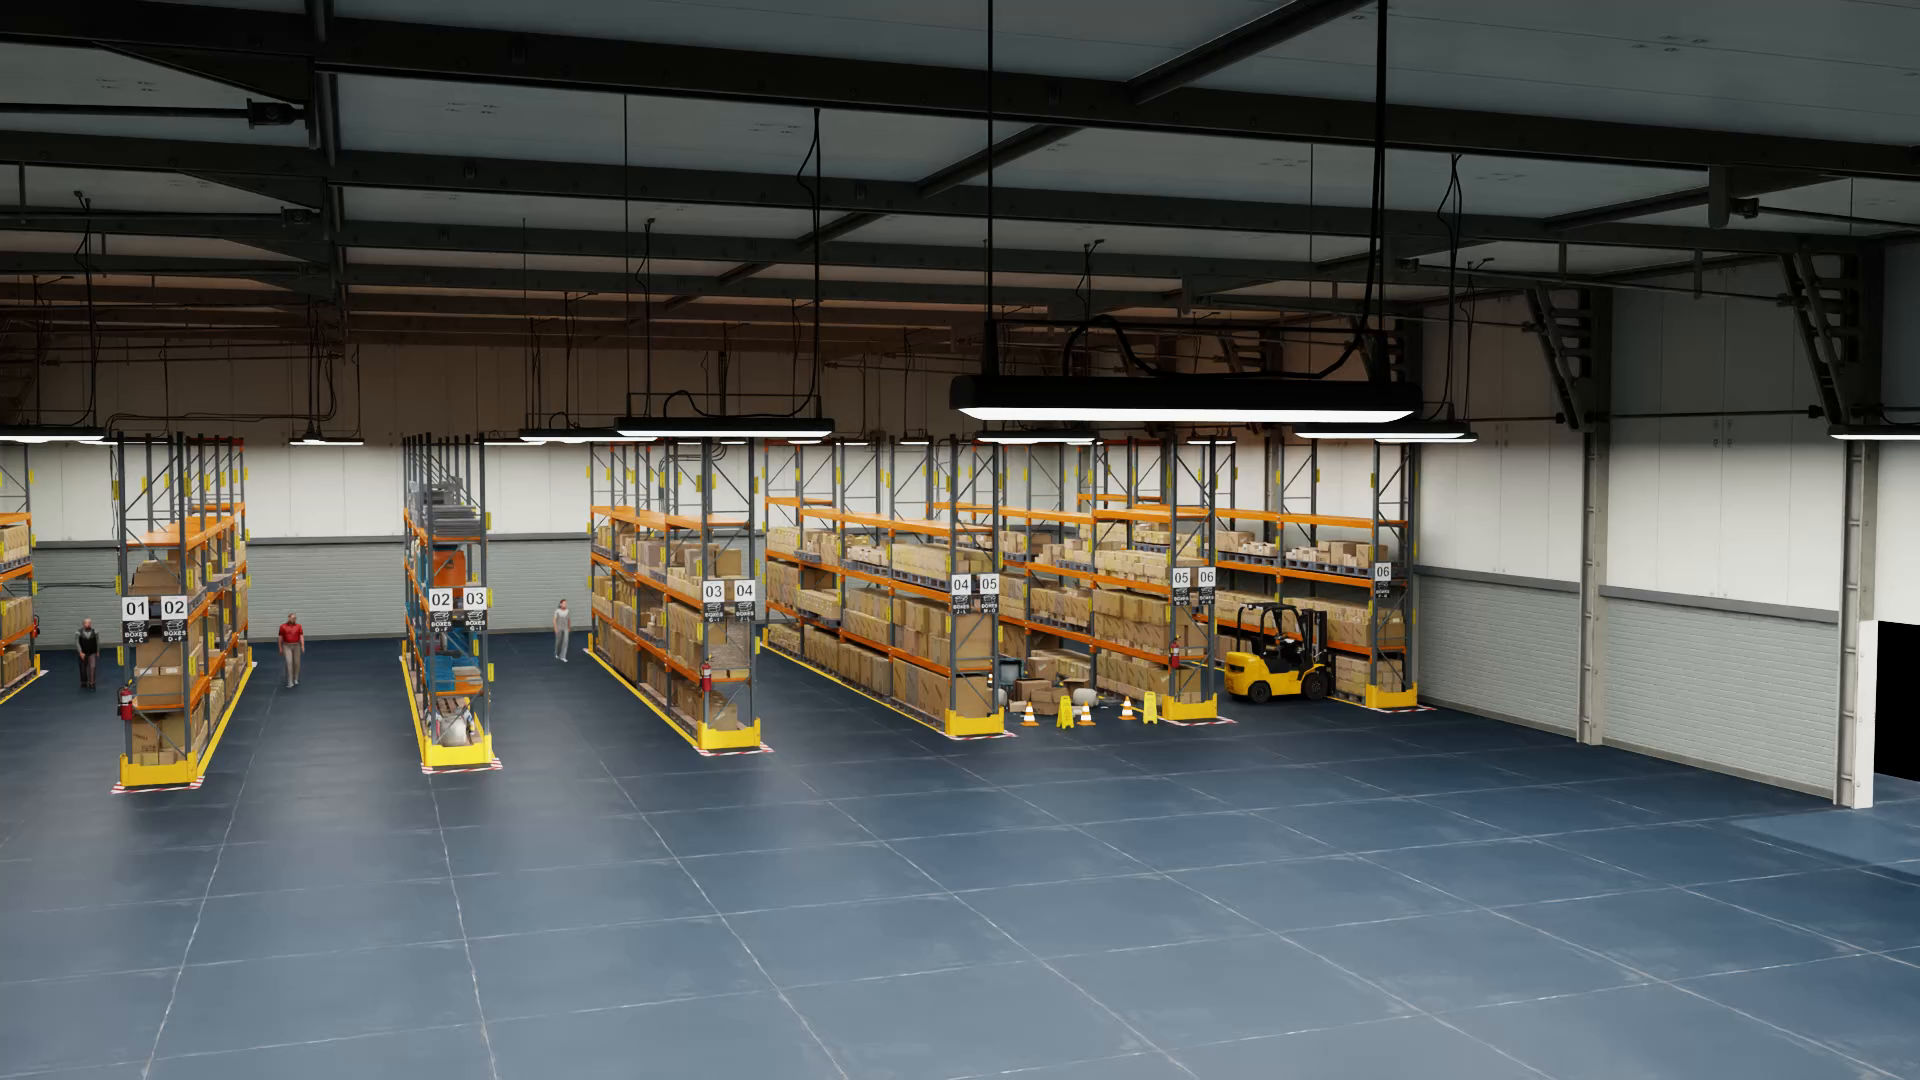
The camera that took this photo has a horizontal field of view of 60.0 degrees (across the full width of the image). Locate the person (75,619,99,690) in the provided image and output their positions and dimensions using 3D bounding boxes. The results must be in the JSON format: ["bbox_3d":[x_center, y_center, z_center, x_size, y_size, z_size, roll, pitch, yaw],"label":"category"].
[{"bbox_3d":[-20.637,2.692,39.351,0.537,1.658,1.015,-2,4,-35],"label":"person"}]

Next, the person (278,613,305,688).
[{"bbox_3d":[-16.055,2.659,40.071,0.558,1.756,0.672,-3,4,-40],"label":"person"}]

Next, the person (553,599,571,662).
[{"bbox_3d":[-10.721,2.432,44.833,0.522,1.674,0.742,-2,4,-34],"label":"person"}]
